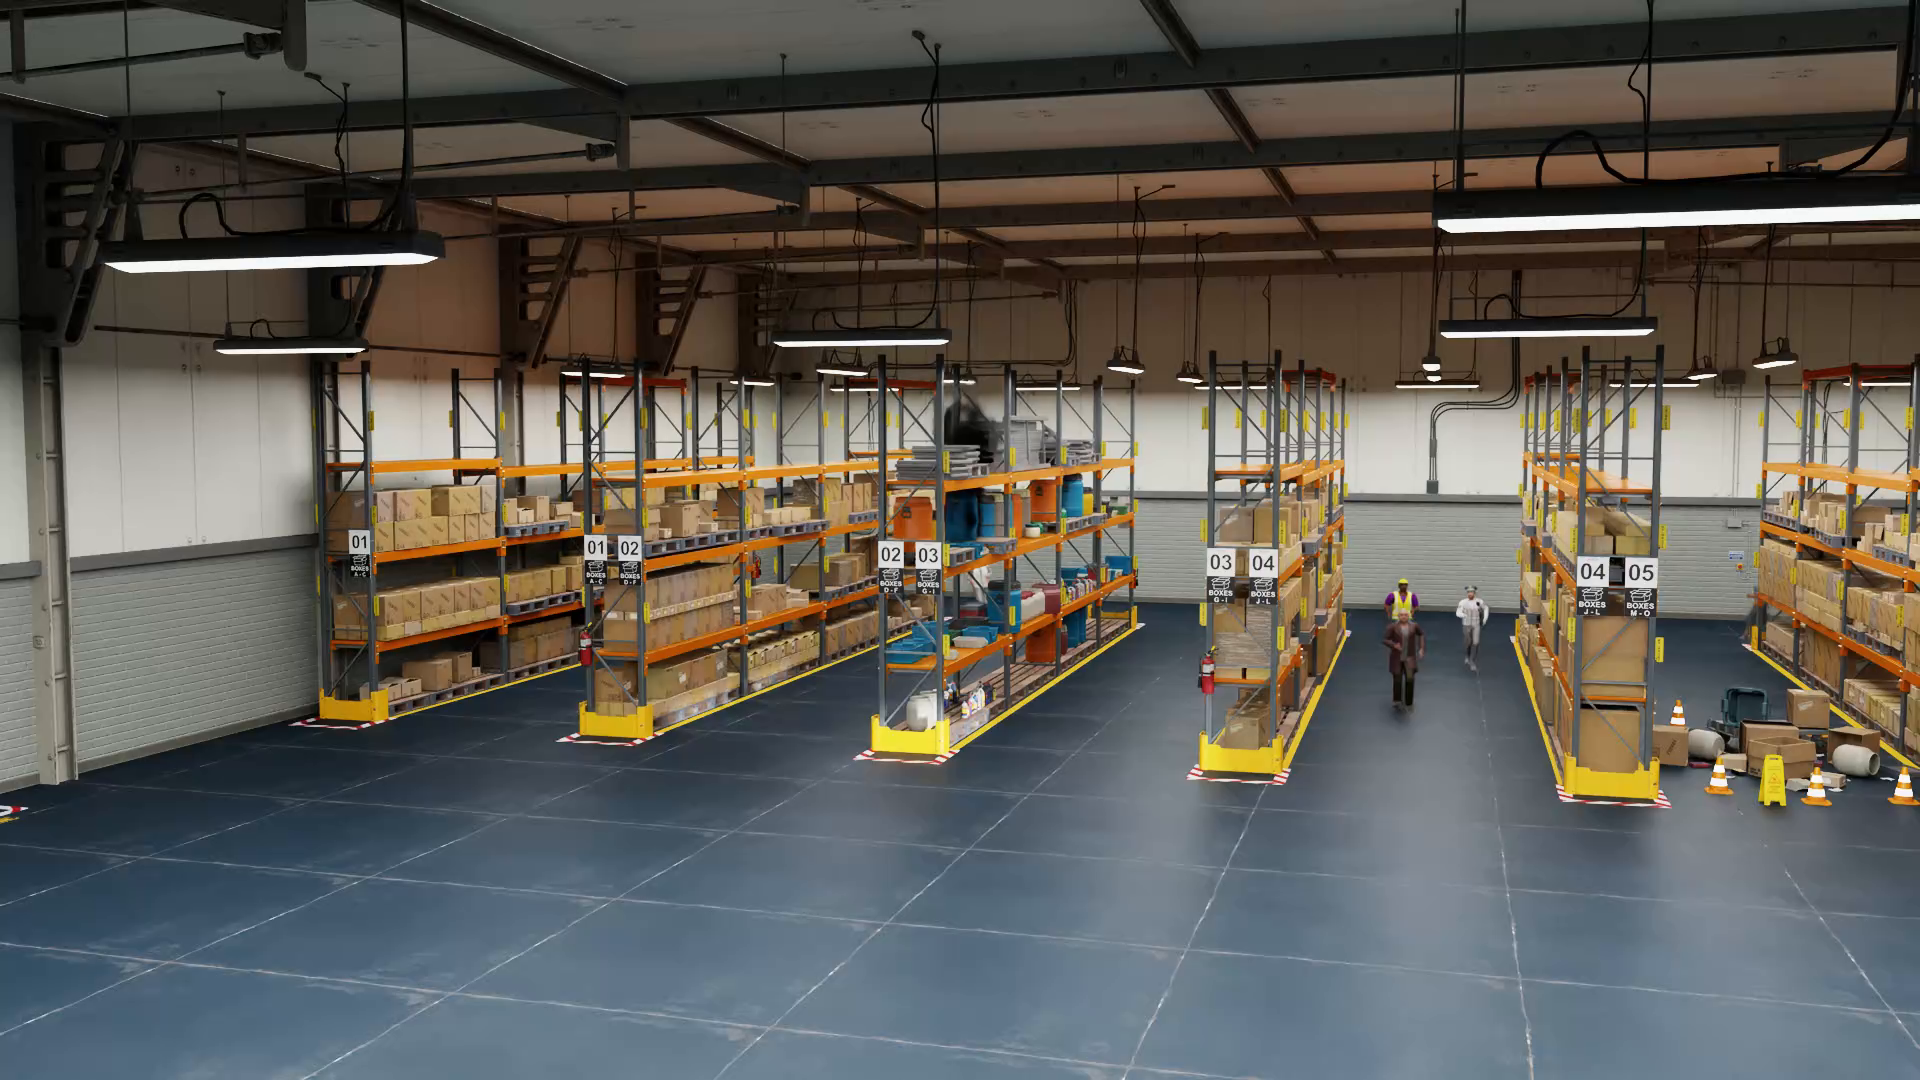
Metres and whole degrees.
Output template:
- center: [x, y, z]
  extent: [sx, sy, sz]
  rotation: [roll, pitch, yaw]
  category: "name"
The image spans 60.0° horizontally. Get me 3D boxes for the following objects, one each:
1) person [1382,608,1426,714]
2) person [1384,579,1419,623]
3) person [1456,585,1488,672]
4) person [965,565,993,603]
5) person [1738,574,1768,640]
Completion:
- center: [7.630, 2.097, 28.582]
  extent: [0.740, 1.858, 0.811]
  rotation: [1, 4, 10]
  category: "person"
- center: [9.236, 1.661, 34.700]
  extent: [0.690, 1.714, 0.552]
  rotation: [0, 4, 4]
  category: "person"
- center: [10.363, 1.767, 33.661]
  extent: [0.615, 1.724, 0.856]
  rotation: [1, 4, 19]
  category: "person"
- center: [0.500, 1.178, 41.368]
  extent: [0.654, 1.796, 0.709]
  rotation: [-1, 4, -18]
  category: "person"
- center: [18.112, 1.483, 37.708]
  extent: [0.840, 1.651, 0.594]
  rotation: [3, 5, 33]
  category: "person"
